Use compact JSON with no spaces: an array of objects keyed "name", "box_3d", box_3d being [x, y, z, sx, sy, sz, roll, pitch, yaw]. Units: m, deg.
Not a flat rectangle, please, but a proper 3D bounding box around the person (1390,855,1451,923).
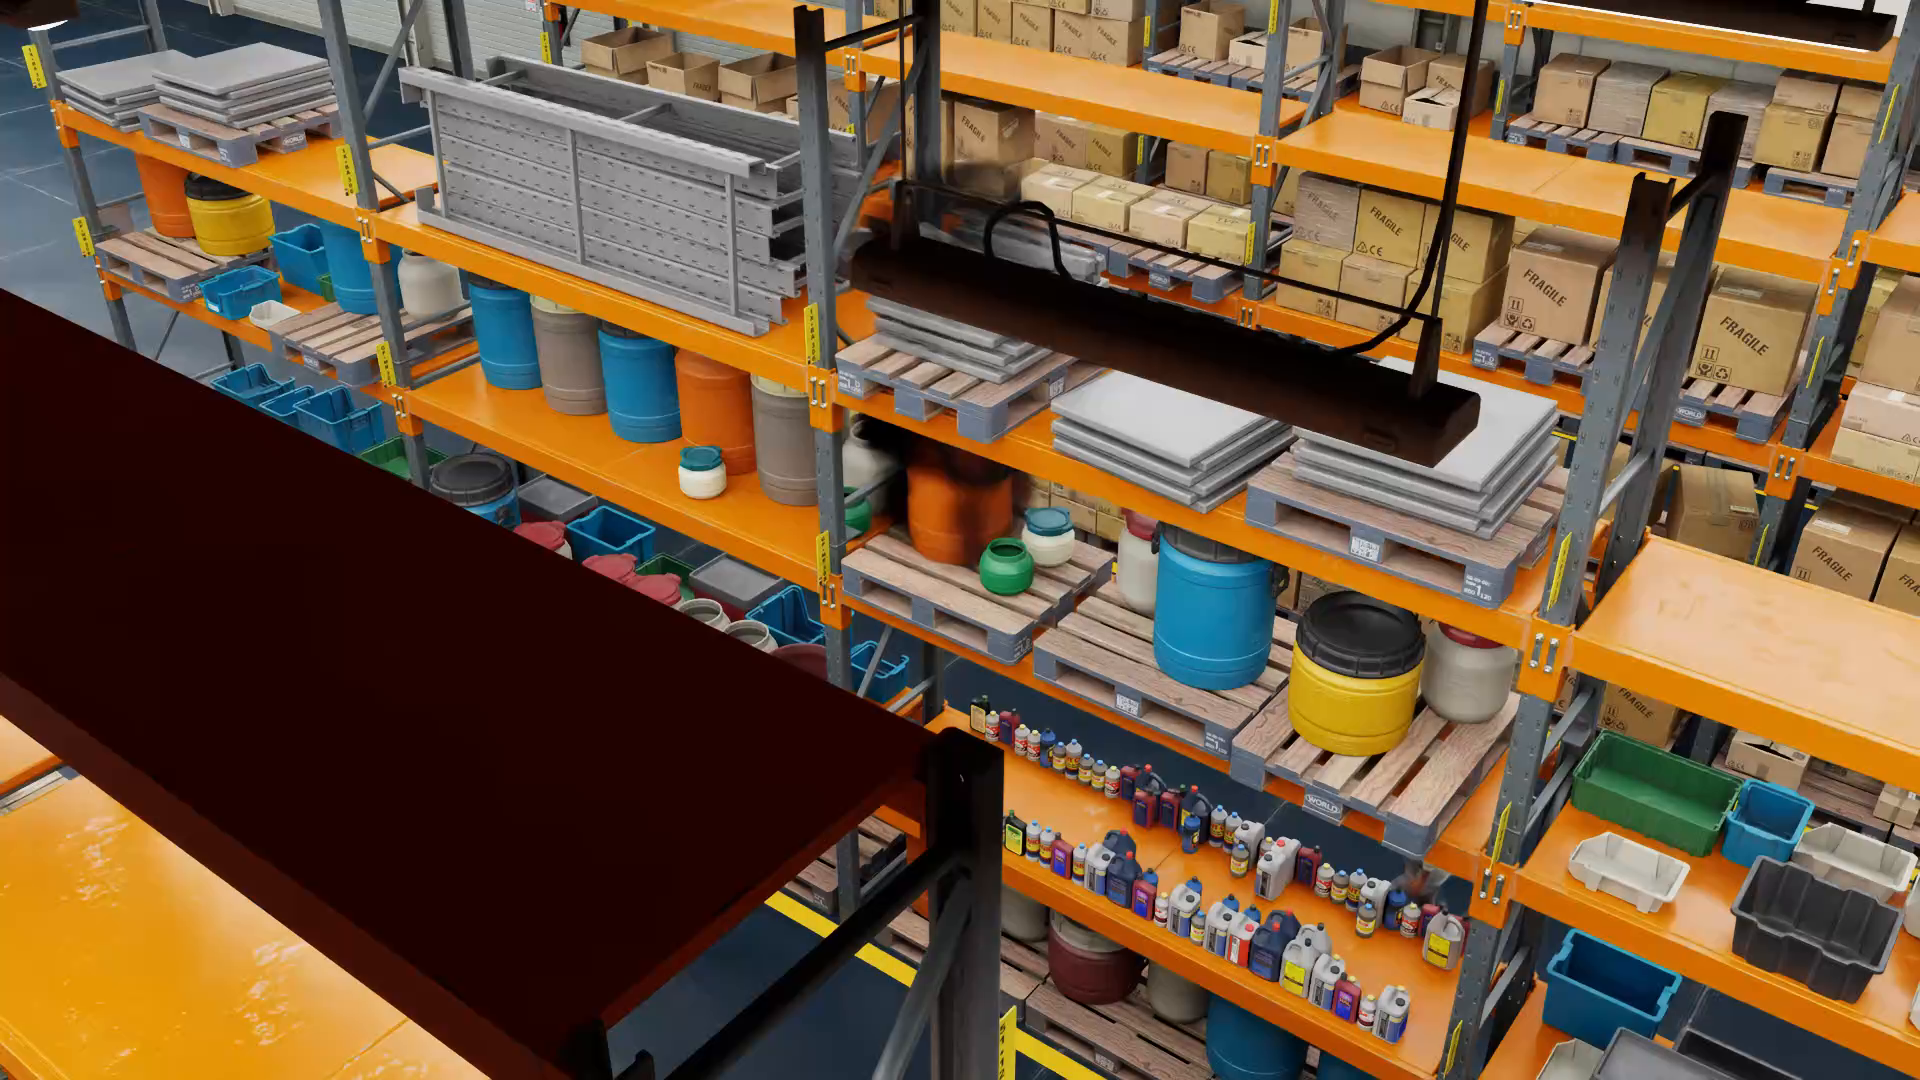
[{"name":"person","box_3d":[2.872,2.056,10.482,0.797,1.493,0.537,17,35,26]}]
